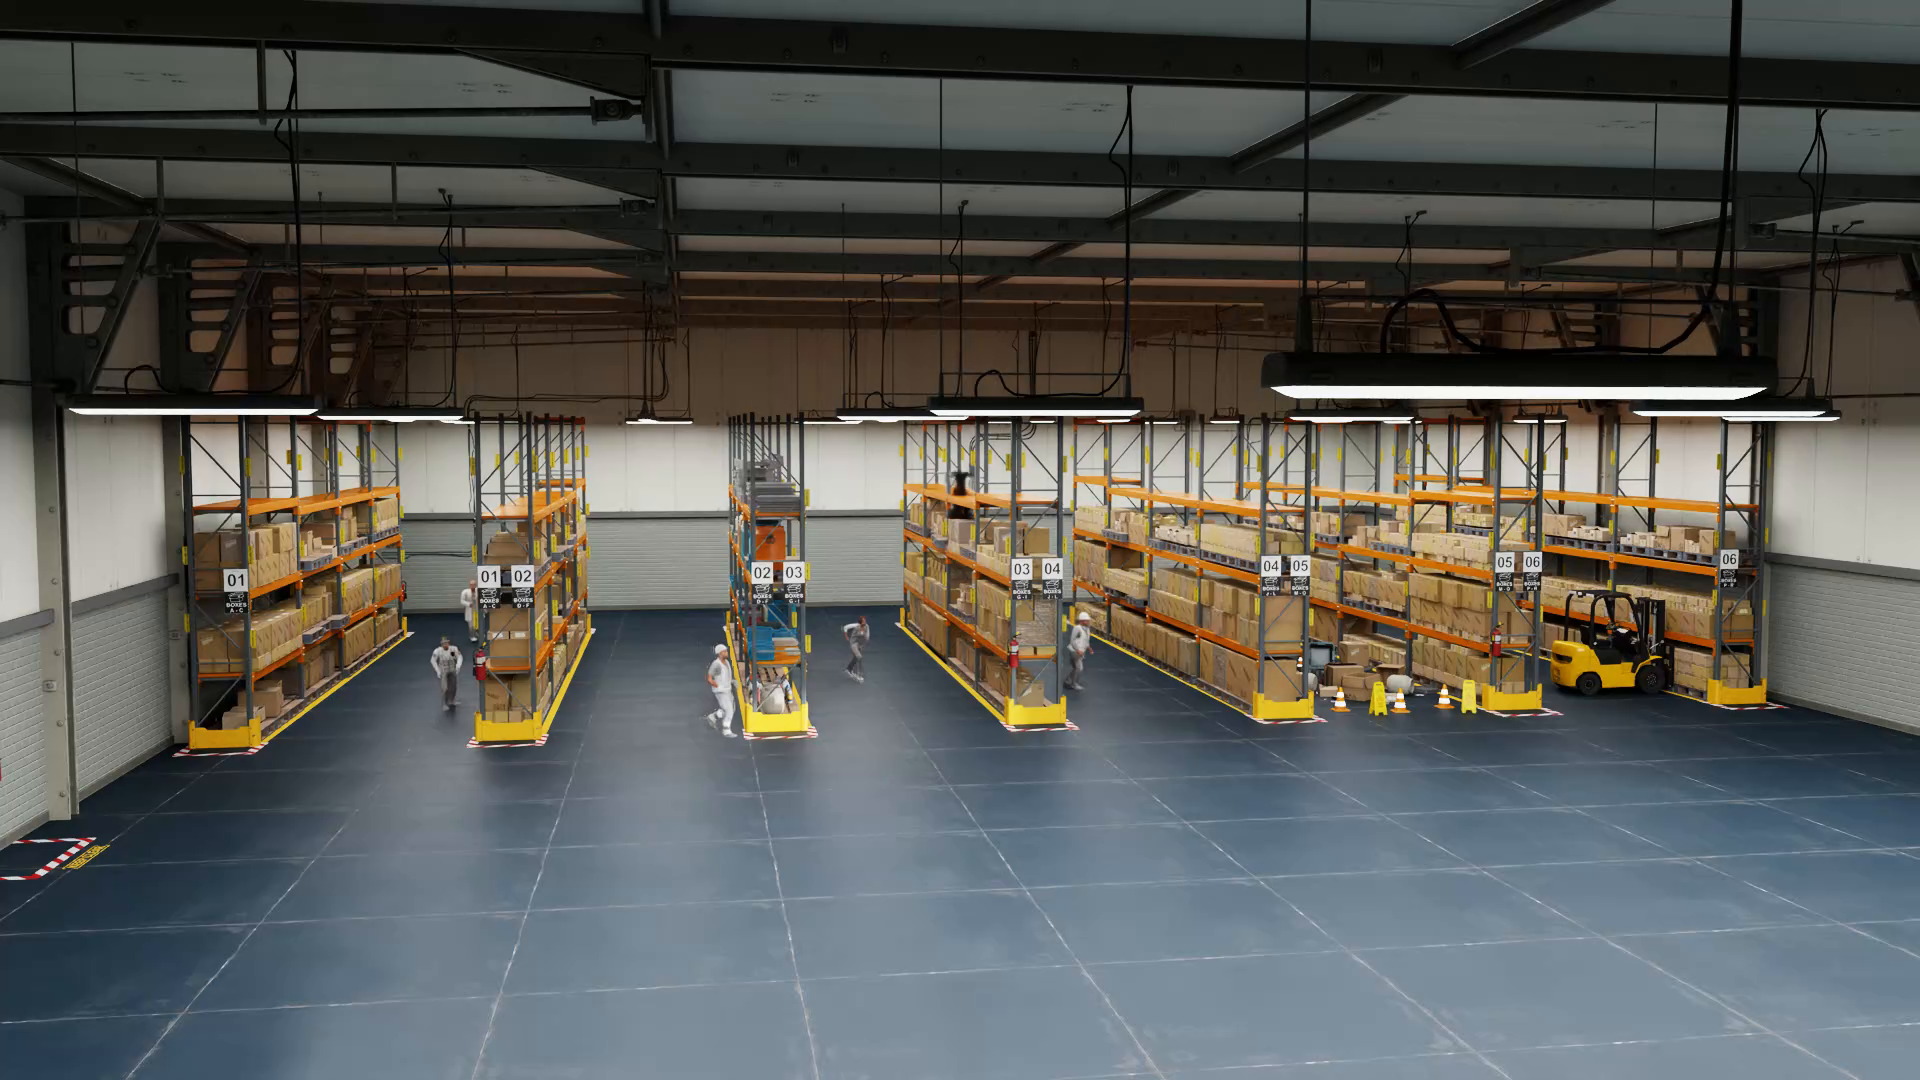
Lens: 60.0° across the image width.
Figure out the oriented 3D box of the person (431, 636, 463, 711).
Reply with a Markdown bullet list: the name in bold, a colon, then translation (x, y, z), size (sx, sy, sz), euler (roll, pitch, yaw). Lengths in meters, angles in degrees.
- **person**: translation (-10.397, 2.681, 33.743), size (0.662, 1.541, 0.797), euler (-3, 5, -35)

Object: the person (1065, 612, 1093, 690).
- **person**: translation (2.545, 2.419, 36.279), size (0.802, 1.728, 0.663), euler (3, 5, 35)

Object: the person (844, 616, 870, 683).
- **person**: translation (-2.360, 2.441, 37.488), size (0.585, 1.546, 0.907), euler (-2, 4, -29)

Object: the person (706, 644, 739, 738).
- **person**: translation (-4.439, 2.775, 30.540), size (0.665, 1.741, 0.674), euler (1, 4, 18)

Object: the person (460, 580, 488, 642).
- **person**: translation (-12.895, 1.892, 44.130), size (0.703, 1.665, 0.849), euler (-2, 4, -22)
